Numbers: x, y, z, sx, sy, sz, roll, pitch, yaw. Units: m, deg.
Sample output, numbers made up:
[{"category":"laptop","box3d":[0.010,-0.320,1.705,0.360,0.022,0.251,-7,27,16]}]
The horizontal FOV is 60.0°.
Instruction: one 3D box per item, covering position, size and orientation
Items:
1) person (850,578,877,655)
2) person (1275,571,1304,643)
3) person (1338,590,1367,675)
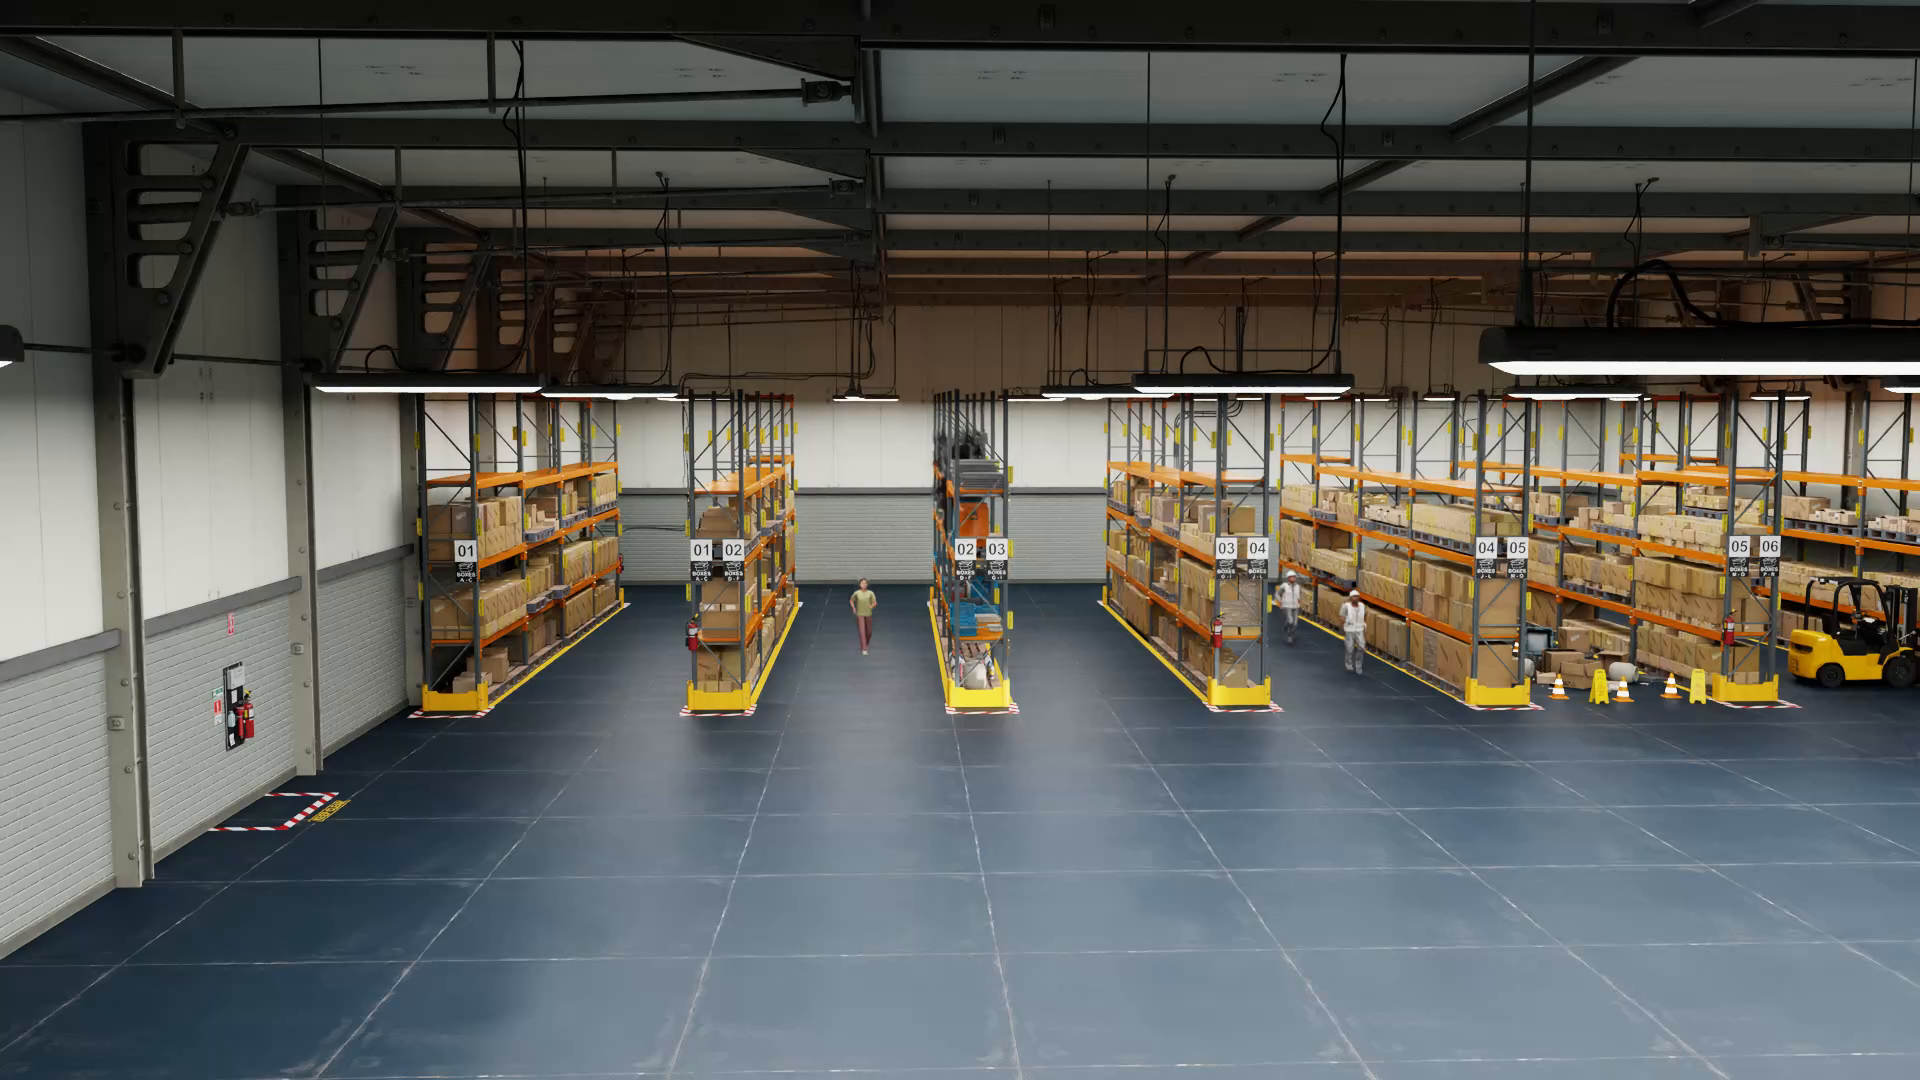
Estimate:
[{"category":"person","box3d":[-2.096,1.662,36.218,0.588,1.634,0.727,-1,5,-10]},{"category":"person","box3d":[7.922,1.609,39.758,0.644,1.730,0.591,-1,5,-11]},{"category":"person","box3d":[8.370,1.971,35.328,0.672,1.815,0.718,0,5,-1]}]
